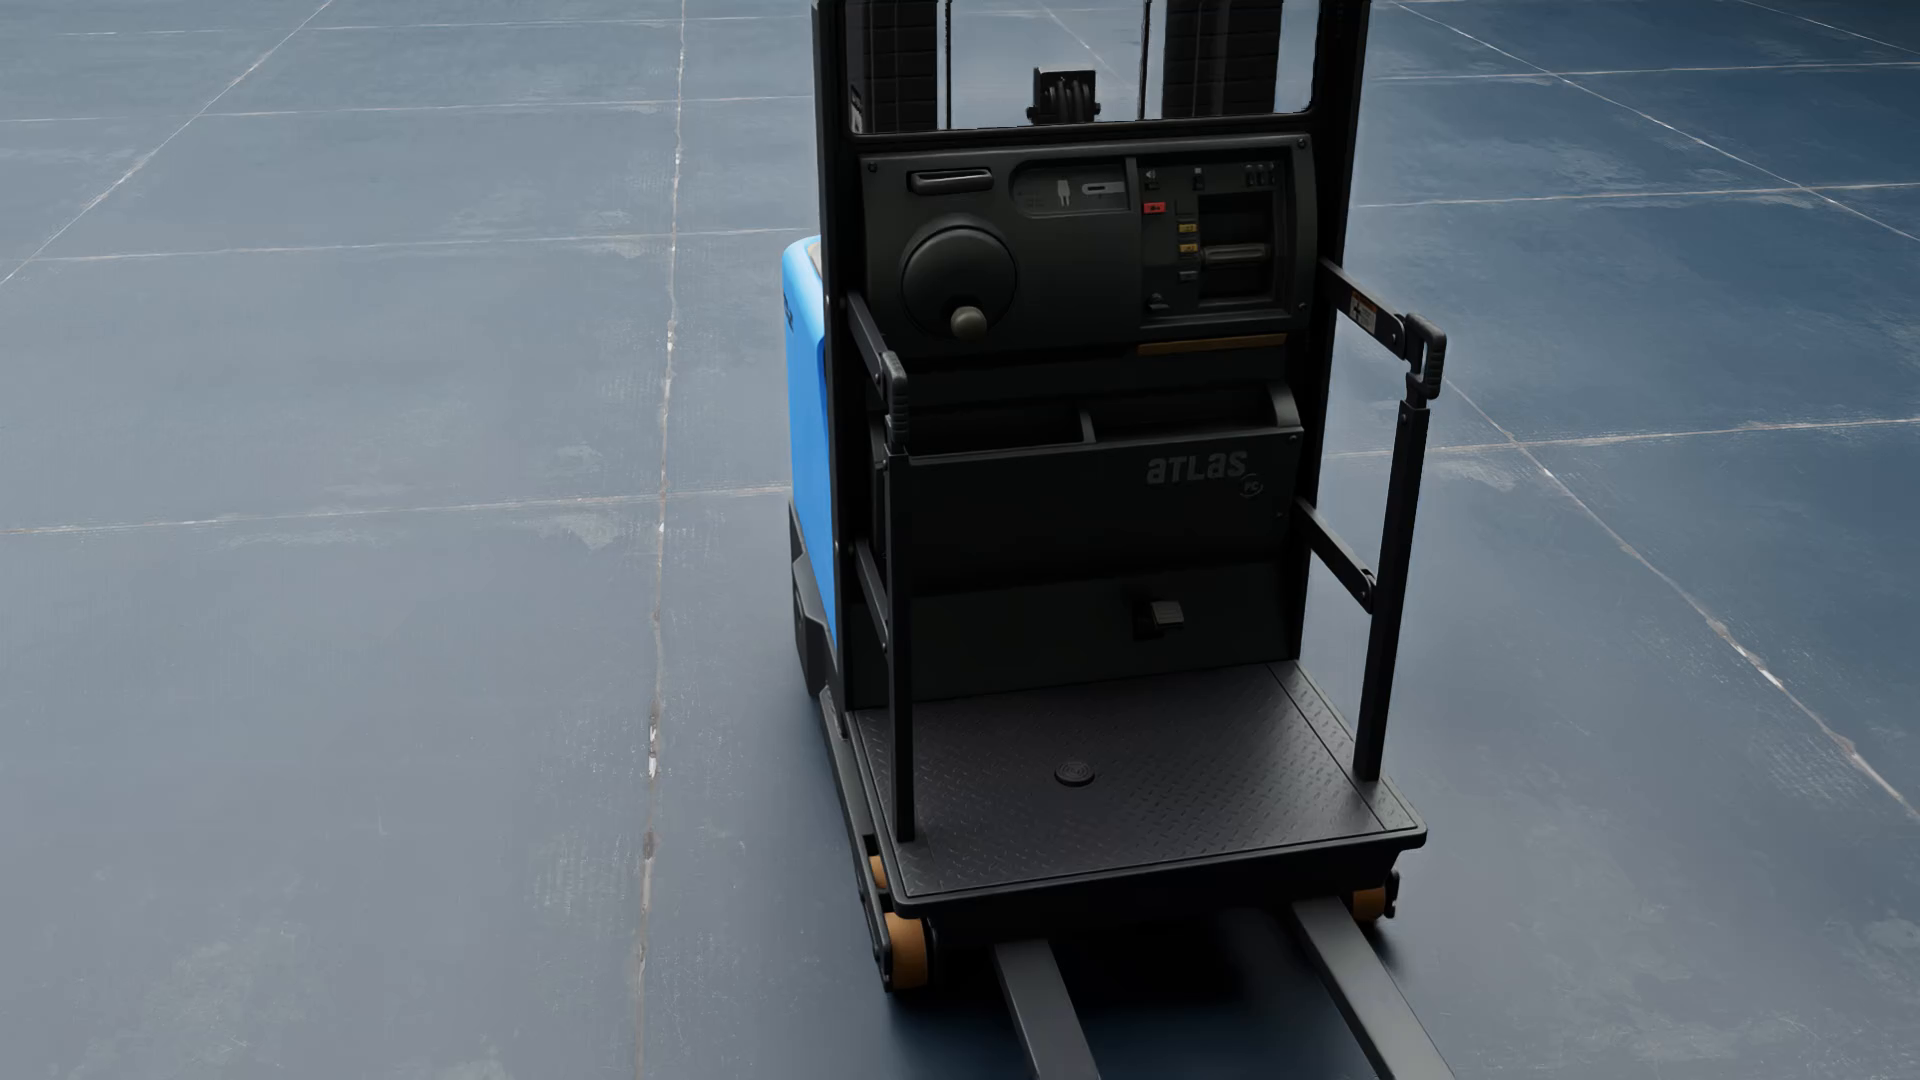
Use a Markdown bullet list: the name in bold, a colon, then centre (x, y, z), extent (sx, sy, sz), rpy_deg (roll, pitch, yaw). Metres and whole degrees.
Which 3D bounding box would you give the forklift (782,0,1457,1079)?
- **forklift**: centre (0.314, -0.562, 3.135), extent (1.130, 2.935, 3.031), rpy_deg (-6, 28, -11)
